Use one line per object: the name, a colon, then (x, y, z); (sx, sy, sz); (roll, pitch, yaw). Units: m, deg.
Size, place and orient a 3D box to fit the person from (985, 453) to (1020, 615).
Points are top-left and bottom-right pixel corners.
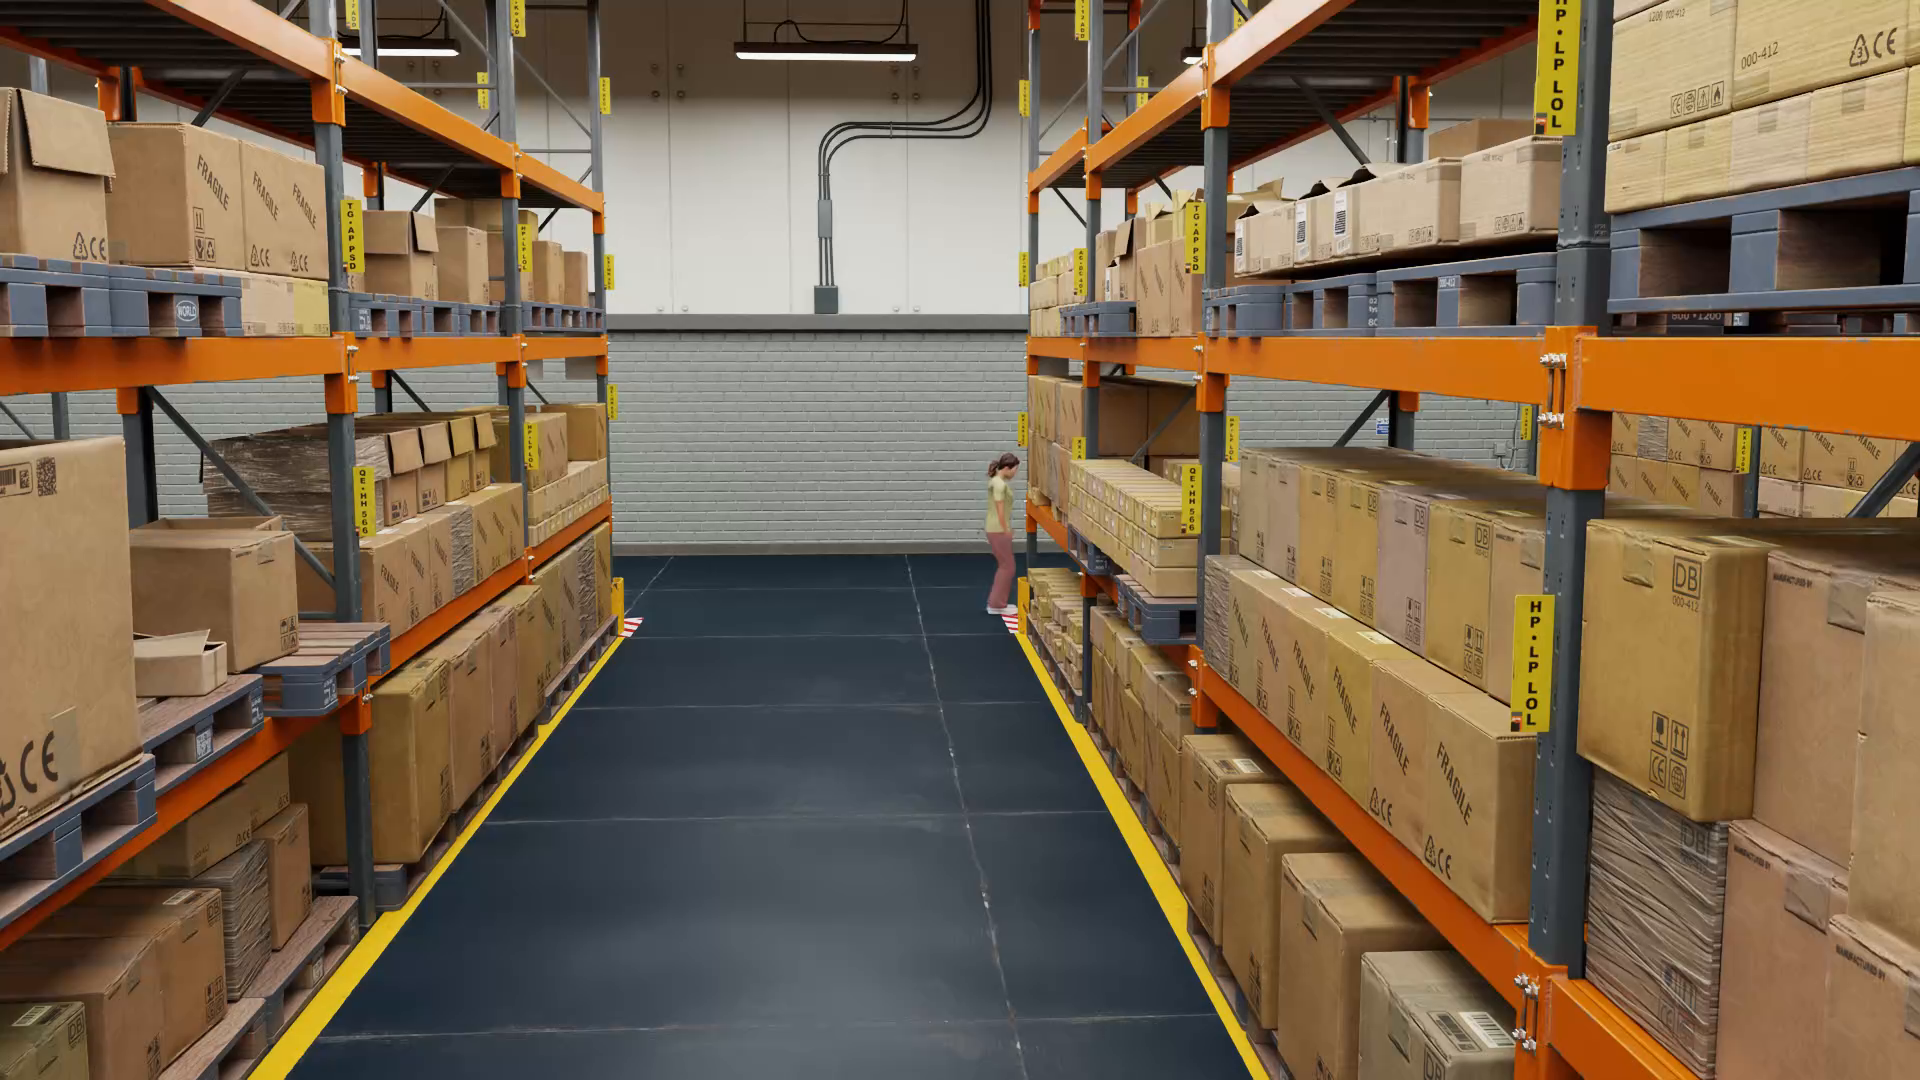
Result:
person: (0.429, -0.070, 16.993); (0.354, 1.645, 0.463); (0, 7, -2)
